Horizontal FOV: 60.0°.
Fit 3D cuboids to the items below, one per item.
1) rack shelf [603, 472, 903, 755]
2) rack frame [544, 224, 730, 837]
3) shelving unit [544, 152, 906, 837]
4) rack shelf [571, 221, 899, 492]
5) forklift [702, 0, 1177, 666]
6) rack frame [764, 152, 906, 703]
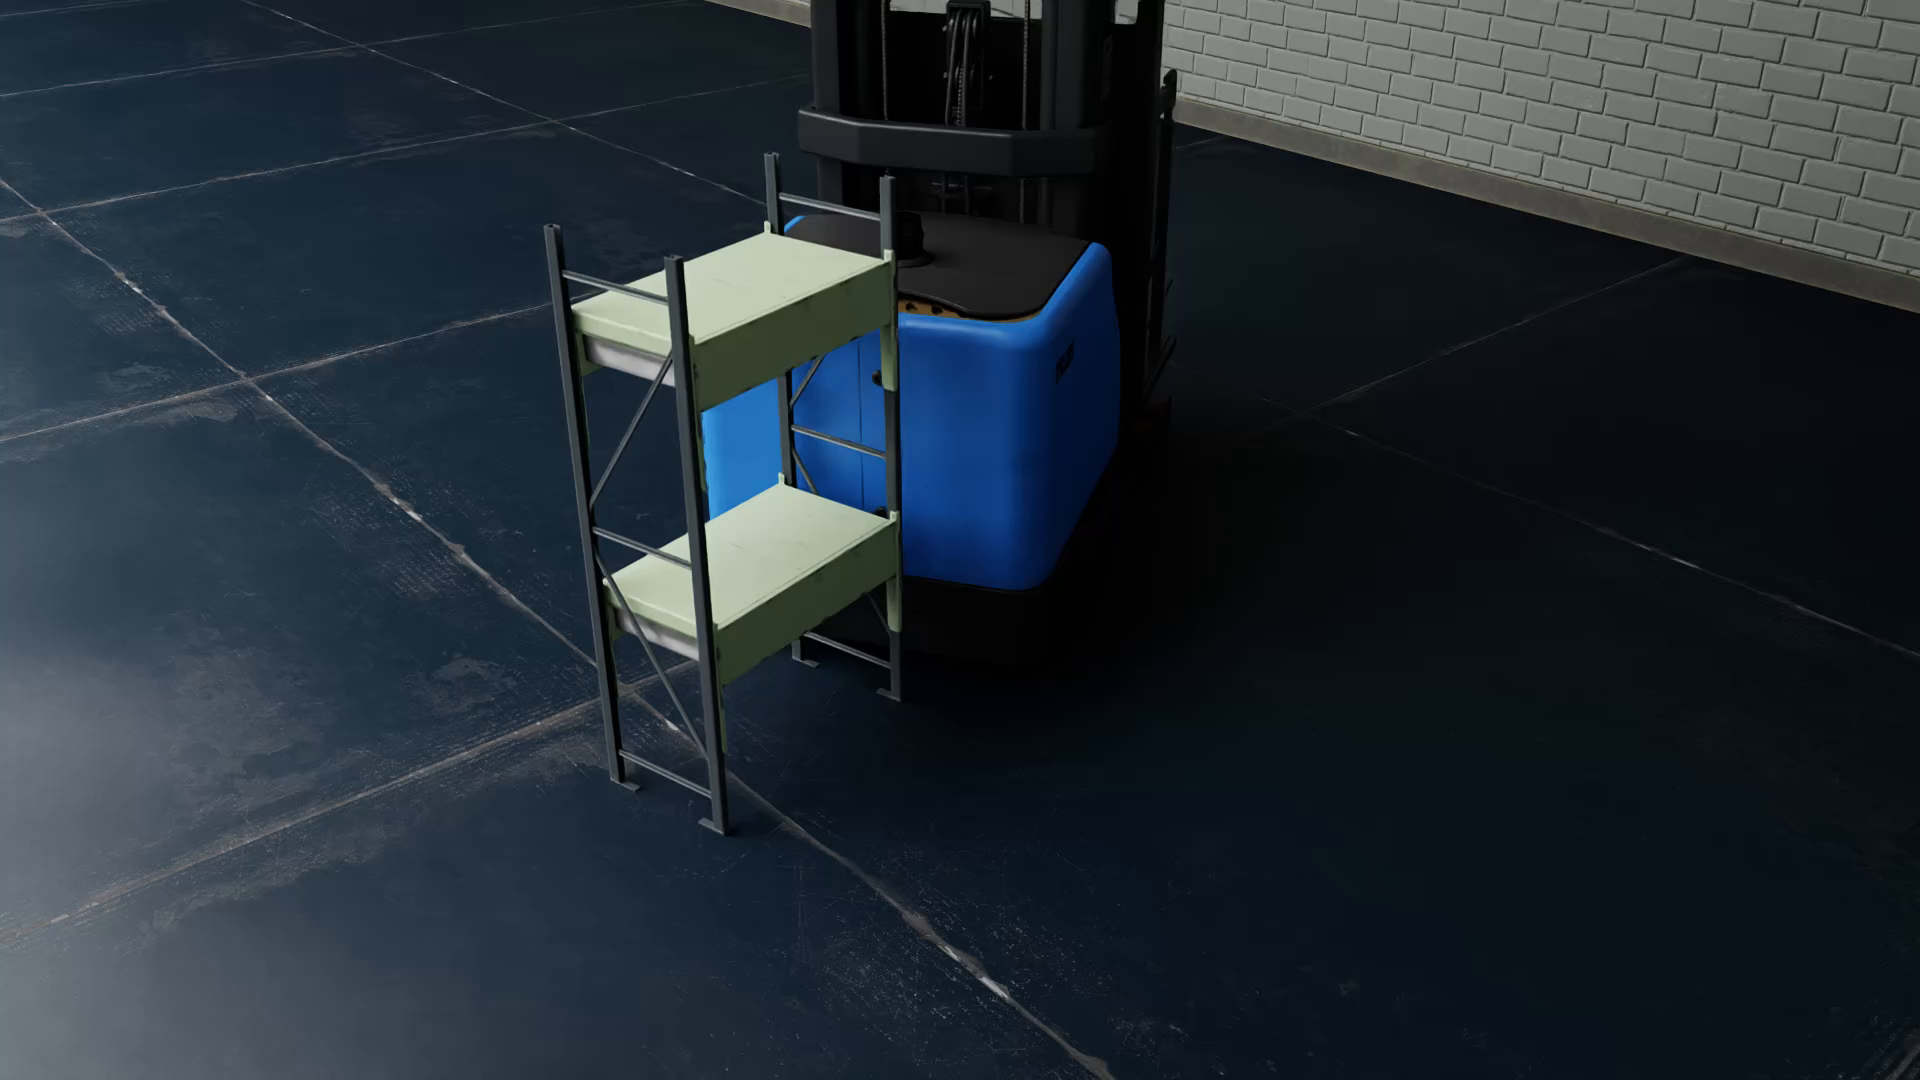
[{"bbox_3d":[-0.534,0.169,4.329,0.431,0.370,0.720,18,33,31],"label":"rack shelf"},{"bbox_3d":[-0.746,0.022,3.912,0.400,1.500,0.023,18,33,31],"label":"rack frame"},{"bbox_3d":[-0.534,-0.119,4.176,0.431,1.500,0.755,18,33,31],"label":"shelving unit"},{"bbox_3d":[-0.534,-0.463,3.992,0.431,0.370,0.720,18,33,31],"label":"rack shelf"},{"bbox_3d":[0.161,-1.613,5.453,1.130,2.935,3.031,8,29,15],"label":"forklift"},{"bbox_3d":[-0.323,-0.260,4.439,0.400,1.500,0.023,18,33,31],"label":"rack frame"}]
